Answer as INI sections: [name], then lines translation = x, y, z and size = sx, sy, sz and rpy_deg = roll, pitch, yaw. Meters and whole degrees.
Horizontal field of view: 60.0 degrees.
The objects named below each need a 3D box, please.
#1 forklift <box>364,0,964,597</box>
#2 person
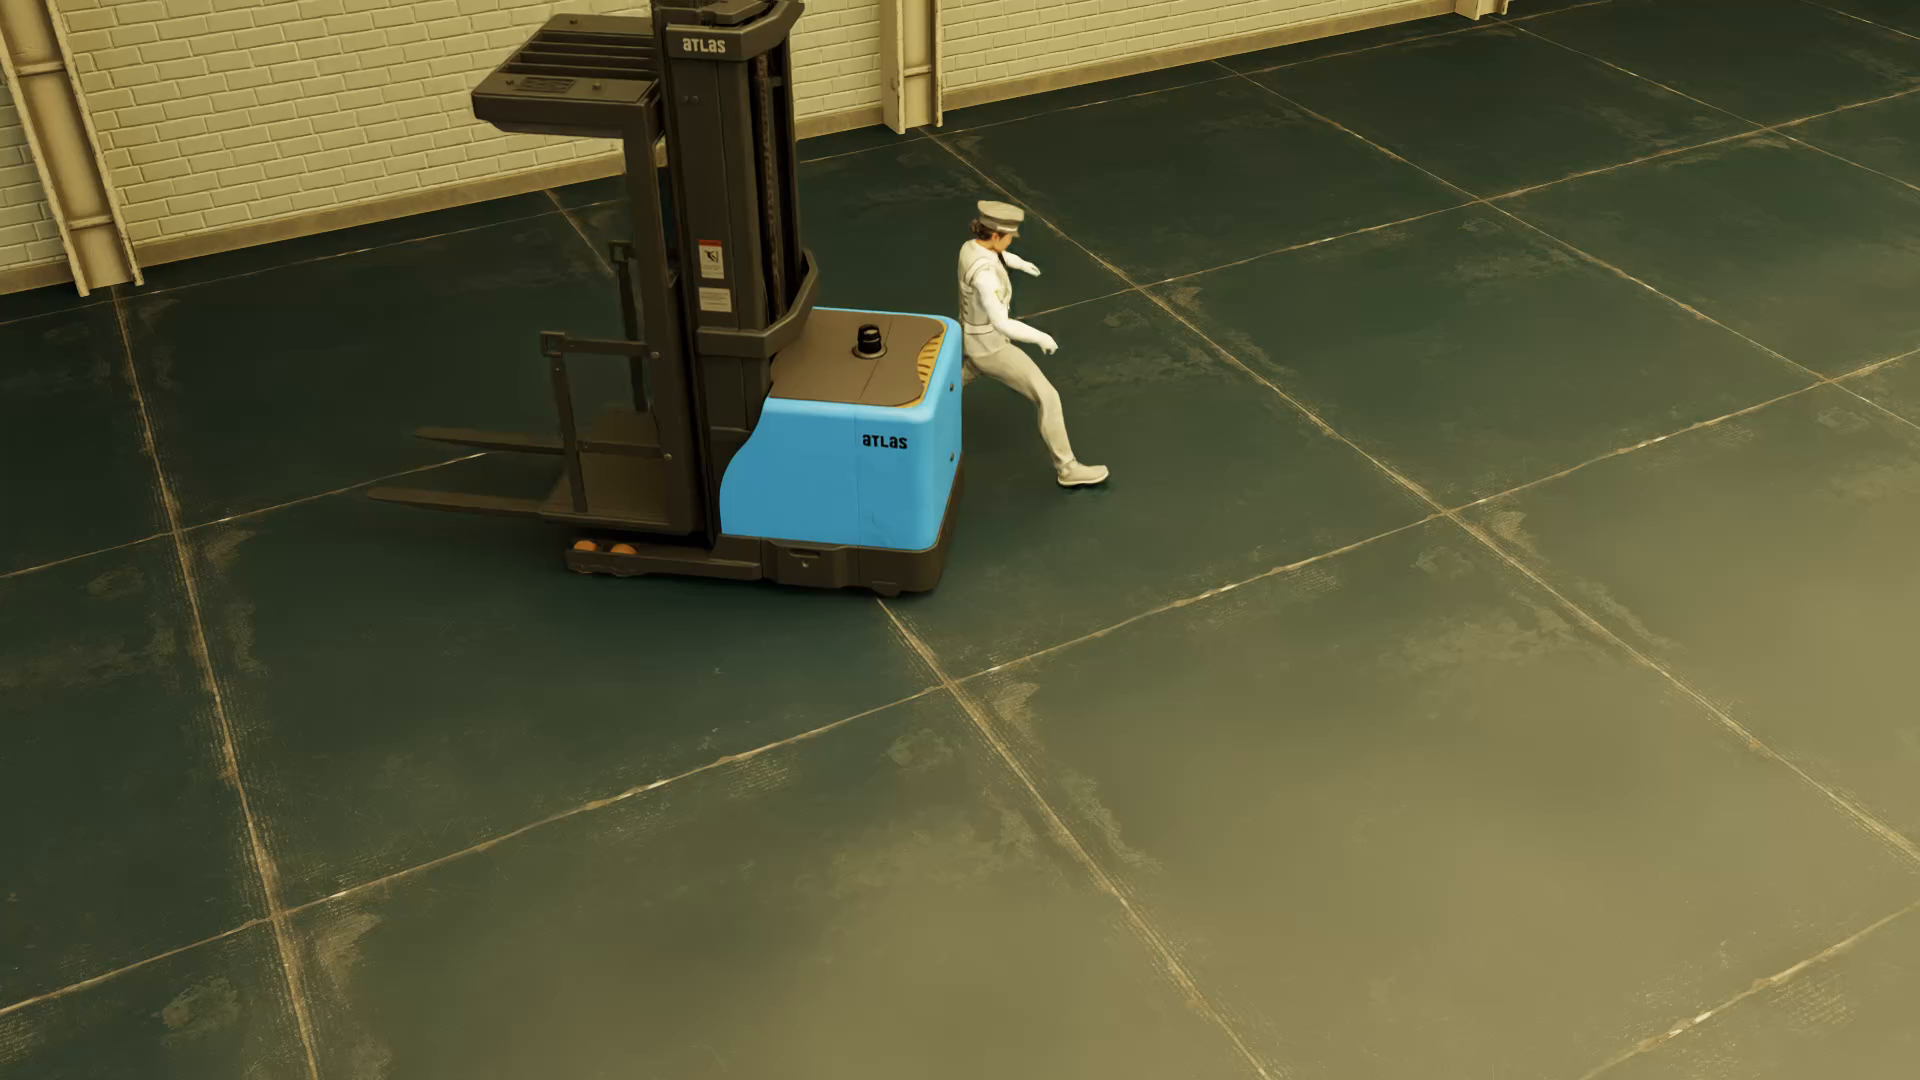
[forklift]
translation = -1.540, -1.305, 7.969
size = 3.031, 2.935, 1.130
rpy_deg = 5, 36, 7
[person]
translation = 0.256, -1.128, 9.016
size = 0.966, 1.514, 1.056
rpy_deg = -6, 36, -8
